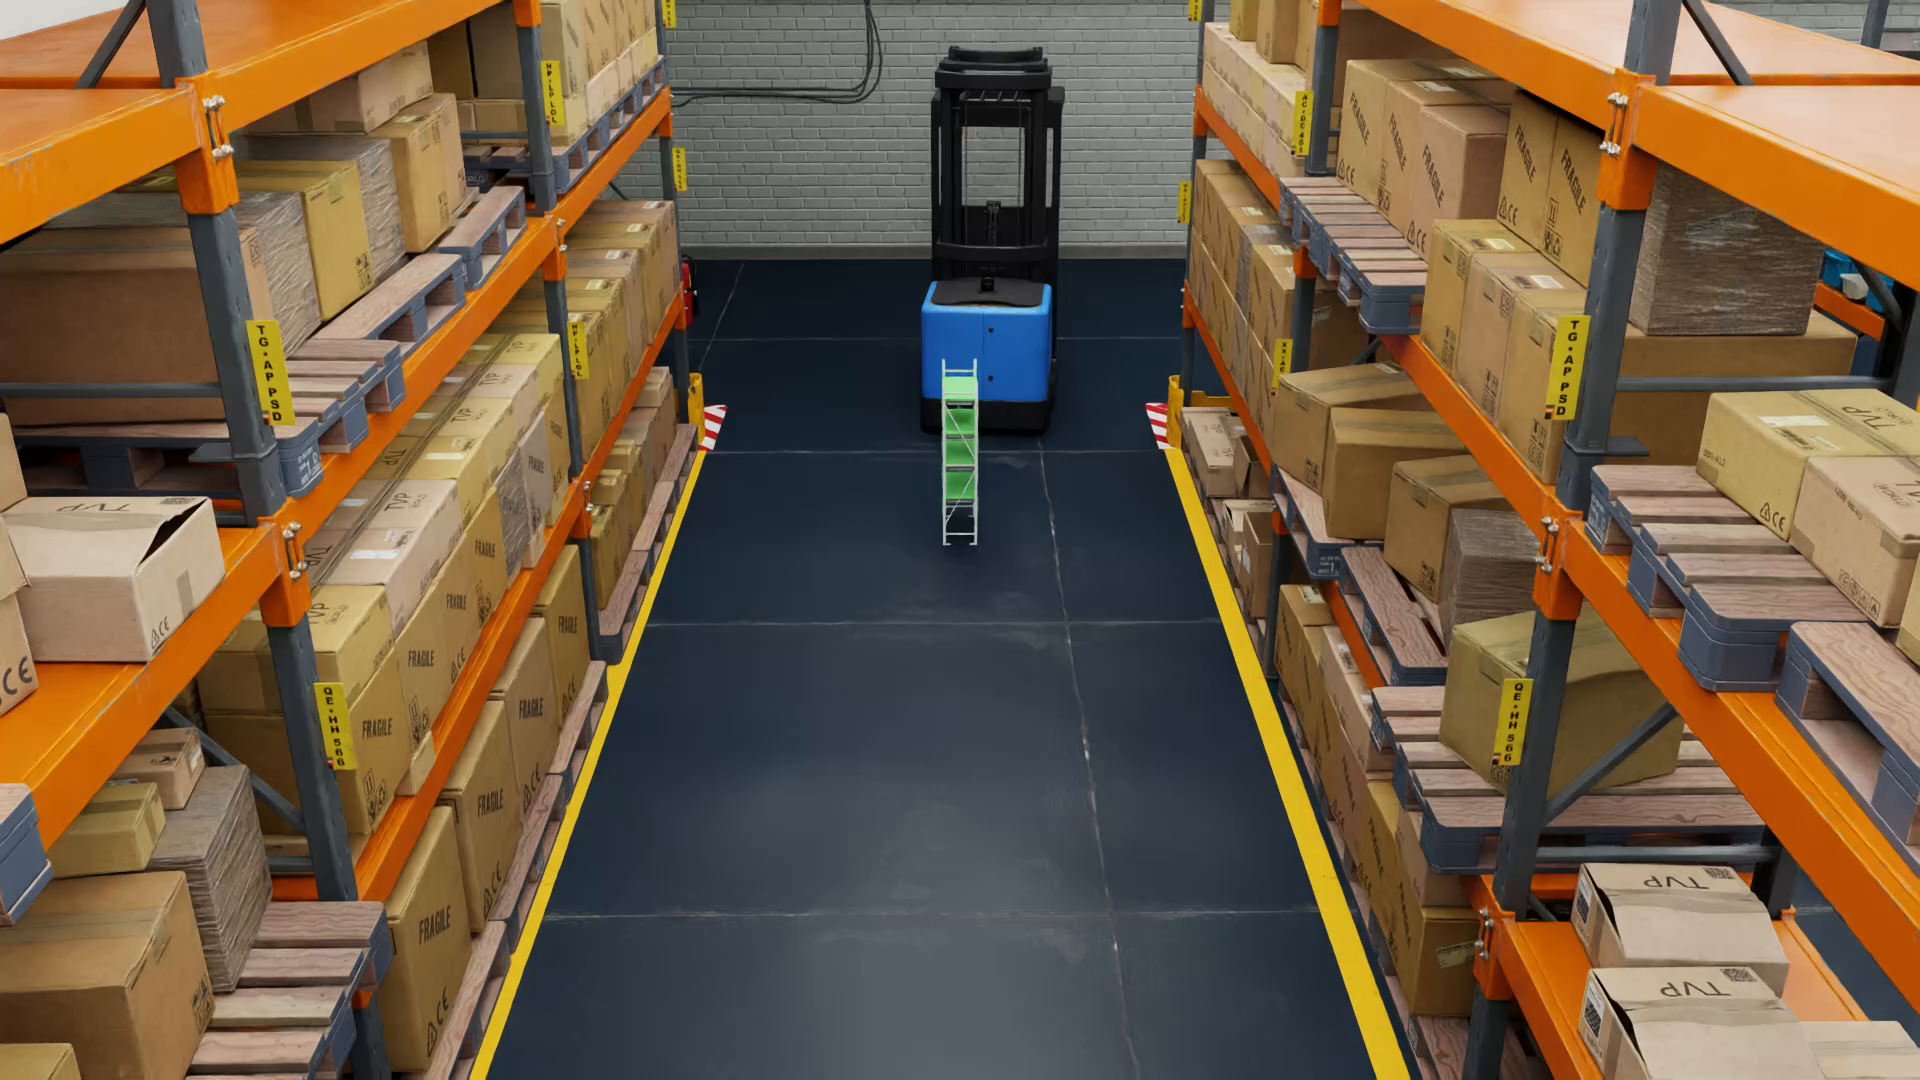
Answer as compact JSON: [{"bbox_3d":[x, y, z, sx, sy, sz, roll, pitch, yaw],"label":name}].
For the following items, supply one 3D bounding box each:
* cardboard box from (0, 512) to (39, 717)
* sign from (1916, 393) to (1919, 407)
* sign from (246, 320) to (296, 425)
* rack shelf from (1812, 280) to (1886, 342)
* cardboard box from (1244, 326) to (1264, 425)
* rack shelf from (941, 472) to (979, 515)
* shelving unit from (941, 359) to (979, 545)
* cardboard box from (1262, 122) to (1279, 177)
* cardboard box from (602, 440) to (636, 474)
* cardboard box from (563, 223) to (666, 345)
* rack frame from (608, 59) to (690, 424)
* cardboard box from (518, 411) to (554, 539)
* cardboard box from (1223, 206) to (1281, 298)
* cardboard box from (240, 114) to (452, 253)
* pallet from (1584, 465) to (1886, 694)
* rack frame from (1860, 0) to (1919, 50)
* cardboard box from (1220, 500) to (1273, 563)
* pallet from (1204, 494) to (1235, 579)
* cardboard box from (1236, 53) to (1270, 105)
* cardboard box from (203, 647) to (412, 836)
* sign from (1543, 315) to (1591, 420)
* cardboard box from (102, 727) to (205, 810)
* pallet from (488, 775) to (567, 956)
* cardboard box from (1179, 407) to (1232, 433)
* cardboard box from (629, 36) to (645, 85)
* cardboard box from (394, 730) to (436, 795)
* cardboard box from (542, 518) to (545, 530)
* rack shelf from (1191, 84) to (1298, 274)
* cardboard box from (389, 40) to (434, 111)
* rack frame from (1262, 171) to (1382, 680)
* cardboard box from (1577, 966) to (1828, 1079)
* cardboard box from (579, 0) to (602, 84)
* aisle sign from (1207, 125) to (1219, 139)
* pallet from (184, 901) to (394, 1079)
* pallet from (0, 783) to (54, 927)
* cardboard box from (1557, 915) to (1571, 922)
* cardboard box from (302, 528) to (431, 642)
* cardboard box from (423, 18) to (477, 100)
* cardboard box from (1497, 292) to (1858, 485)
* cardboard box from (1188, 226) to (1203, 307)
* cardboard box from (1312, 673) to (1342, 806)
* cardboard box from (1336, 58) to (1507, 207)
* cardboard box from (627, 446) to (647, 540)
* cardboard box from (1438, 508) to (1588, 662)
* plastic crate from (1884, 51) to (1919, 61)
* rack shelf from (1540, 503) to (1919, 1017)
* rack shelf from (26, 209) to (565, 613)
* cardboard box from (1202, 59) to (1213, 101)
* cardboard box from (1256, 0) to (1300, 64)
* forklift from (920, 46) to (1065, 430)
[{"bbox_3d":[-2.669,0.222,3.830,0.797,0.503,0.637,3,25,7],"label":"cardboard box"},{"bbox_3d":[2.918,-0.551,4.965,0.100,0.325,0.005,0,24,-1],"label":"sign"},{"bbox_3d":[-2.048,-0.494,4.934,0.100,0.325,0.005,0,24,-1],"label":"sign"},{"bbox_3d":[7.251,-1.079,11.369,1.077,0.370,4.000,0,24,-1],"label":"rack shelf"},{"bbox_3d":[2.050,-1.025,10.255,0.500,0.500,0.500,0,24,1],"label":"cardboard box"},{"bbox_3d":[-0.002,-0.338,11.779,0.258,0.148,0.480,0,24,-1],"label":"rack shelf"},{"bbox_3d":[-0.002,-0.615,11.654,0.258,1.200,0.503,0,24,-1],"label":"shelving unit"},{"bbox_3d":[2.053,-2.266,9.661,0.500,0.250,0.500,0,24,-1],"label":"cardboard box"},{"bbox_3d":[-2.367,-0.552,11.067,0.380,0.149,0.250,-1,24,-2],"label":"cardboard box"},{"bbox_3d":[-2.643,-1.813,11.755,0.980,0.700,0.700,0,24,-1],"label":"cardboard box"},{"bbox_3d":[-2.678,-2.186,12.944,1.000,3.000,0.127,0,24,-1],"label":"rack frame"},{"bbox_3d":[-2.361,-0.329,8.331,0.500,0.500,0.500,0,24,0],"label":"cardboard box"},{"bbox_3d":[2.037,-1.896,10.968,0.500,0.500,0.500,0,24,-1],"label":"cardboard box"},{"bbox_3d":[-2.663,-1.559,7.261,0.700,0.500,0.500,-1,24,-2],"label":"cardboard box"},{"bbox_3d":[2.460,0.085,4.512,1.213,0.211,1.003,1,24,2],"label":"pallet"},{"bbox_3d":[7.229,-4.964,11.807,1.000,3.000,0.127,0,24,-1],"label":"rack frame"},{"bbox_3d":[2.021,-0.080,11.016,0.500,0.311,0.500,0,24,-1],"label":"cardboard box"},{"bbox_3d":[2.297,-0.078,11.667,1.003,0.211,1.213,0,24,-1],"label":"pallet"},{"bbox_3d":[2.033,-2.905,10.469,0.500,0.250,0.500,0,24,-1],"label":"cardboard box"},{"bbox_3d":[-2.340,0.719,6.015,0.500,0.500,0.500,0,24,1],"label":"cardboard box"},{"bbox_3d":[1.820,-0.514,4.980,0.100,0.325,0.005,0,24,-1],"label":"sign"},{"bbox_3d":[-2.557,0.711,5.097,0.380,0.149,0.250,-3,25,-7],"label":"cardboard box"},{"bbox_3d":[-2.534,1.554,8.058,1.003,0.211,1.213,0,24,-1],"label":"pallet"},{"bbox_3d":[1.937,-0.938,13.109,0.380,0.149,0.250,0,24,-1],"label":"cardboard box"},{"bbox_3d":[-2.397,-3.207,11.111,0.500,0.250,0.500,-1,24,-3],"label":"cardboard box"},{"bbox_3d":[-2.275,0.865,6.478,0.380,0.149,0.250,0,24,1],"label":"cardboard box"},{"bbox_3d":[-2.363,-0.084,8.576,0.380,0.149,0.250,0,24,1],"label":"cardboard box"},{"bbox_3d":[2.298,-2.425,10.705,1.077,0.370,4.000,0,24,-1],"label":"rack shelf"},{"bbox_3d":[-2.756,-2.129,7.613,0.500,0.250,0.500,1,24,3],"label":"cardboard box"},{"bbox_3d":[2.319,-0.562,9.353,1.000,3.000,0.127,0,24,-1],"label":"rack frame"},{"bbox_3d":[2.179,1.496,4.910,0.500,0.311,0.500,-1,24,-1],"label":"cardboard box"},{"bbox_3d":[-2.373,-2.922,9.572,0.500,0.500,0.500,-1,24,-2],"label":"cardboard box"},{"bbox_3d":[1.981,-3.422,12.520,0.394,0.787,0.004,0,24,-1],"label":"aisle sign"},{"bbox_3d":[-2.476,1.491,5.047,1.213,0.211,1.003,0,24,-1],"label":"pallet"},{"bbox_3d":[-2.461,0.795,2.940,1.213,0.211,1.003,0,24,-1],"label":"pallet"},{"bbox_3d":[2.644,1.836,6.550,0.500,0.500,0.500,1,24,2],"label":"cardboard box"},{"bbox_3d":[-2.344,0.168,6.321,0.500,0.250,0.500,-1,24,-1],"label":"cardboard box"},{"bbox_3d":[-2.875,-2.702,9.085,0.500,0.500,0.500,0,24,-1],"label":"cardboard box"},{"bbox_3d":[2.325,-0.506,5.467,0.910,0.500,0.500,0,24,-1],"label":"cardboard box"},{"bbox_3d":[2.017,-2.072,12.569,0.500,0.500,0.500,0,24,1],"label":"cardboard box"},{"bbox_3d":[2.096,1.003,8.393,0.500,0.500,0.500,0,24,0],"label":"cardboard box"},{"bbox_3d":[2.251,-2.003,8.147,0.600,0.600,0.600,-3,24,-6],"label":"cardboard box"},{"bbox_3d":[-2.545,-0.318,11.336,0.700,0.500,0.500,0,24,1],"label":"cardboard box"},{"bbox_3d":[2.424,0.213,7.009,0.700,0.500,0.500,4,25,9],"label":"cardboard box"},{"bbox_3d":[6.954,-3.378,12.098,0.497,0.269,0.590,0,24,-1],"label":"plastic crate"},{"bbox_3d":[2.385,0.871,3.416,1.077,0.370,4.000,0,24,-1],"label":"rack shelf"},{"bbox_3d":[-2.612,-0.753,7.008,1.077,0.370,4.000,0,24,-1],"label":"rack shelf"},{"bbox_3d":[2.027,-3.296,11.939,0.500,0.250,0.500,0,24,-1],"label":"cardboard box"},{"bbox_3d":[2.243,-3.248,10.317,0.700,0.500,0.500,0,24,-1],"label":"cardboard box"},{"bbox_3d":[0.324,-2.807,14.400,1.130,2.935,3.031,2,24,5],"label":"forklift"}]
